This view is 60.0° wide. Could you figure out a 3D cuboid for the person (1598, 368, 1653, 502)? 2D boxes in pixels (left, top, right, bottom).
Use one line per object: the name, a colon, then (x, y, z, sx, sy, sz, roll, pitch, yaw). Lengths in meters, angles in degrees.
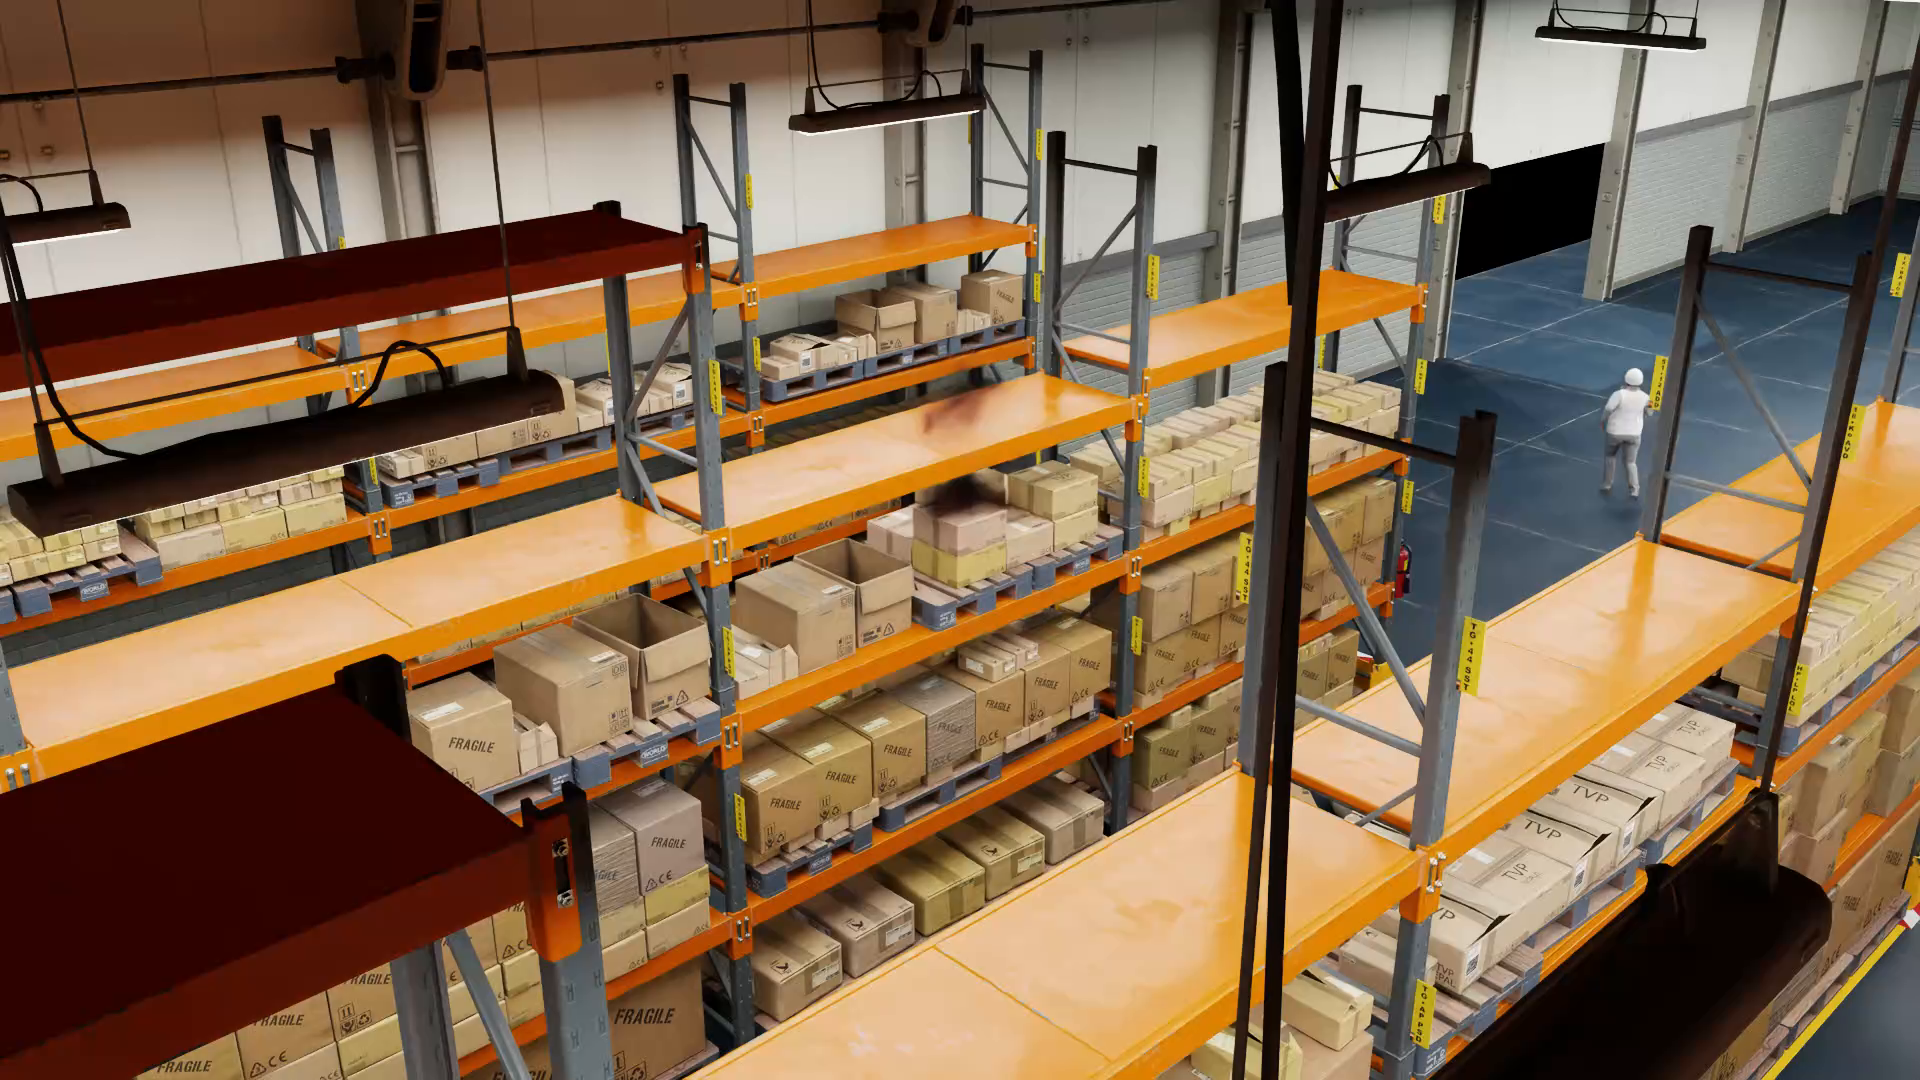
person: (8.717, -1.359, 21.822, 0.665, 1.806, 0.954, 4, 23, 9)
